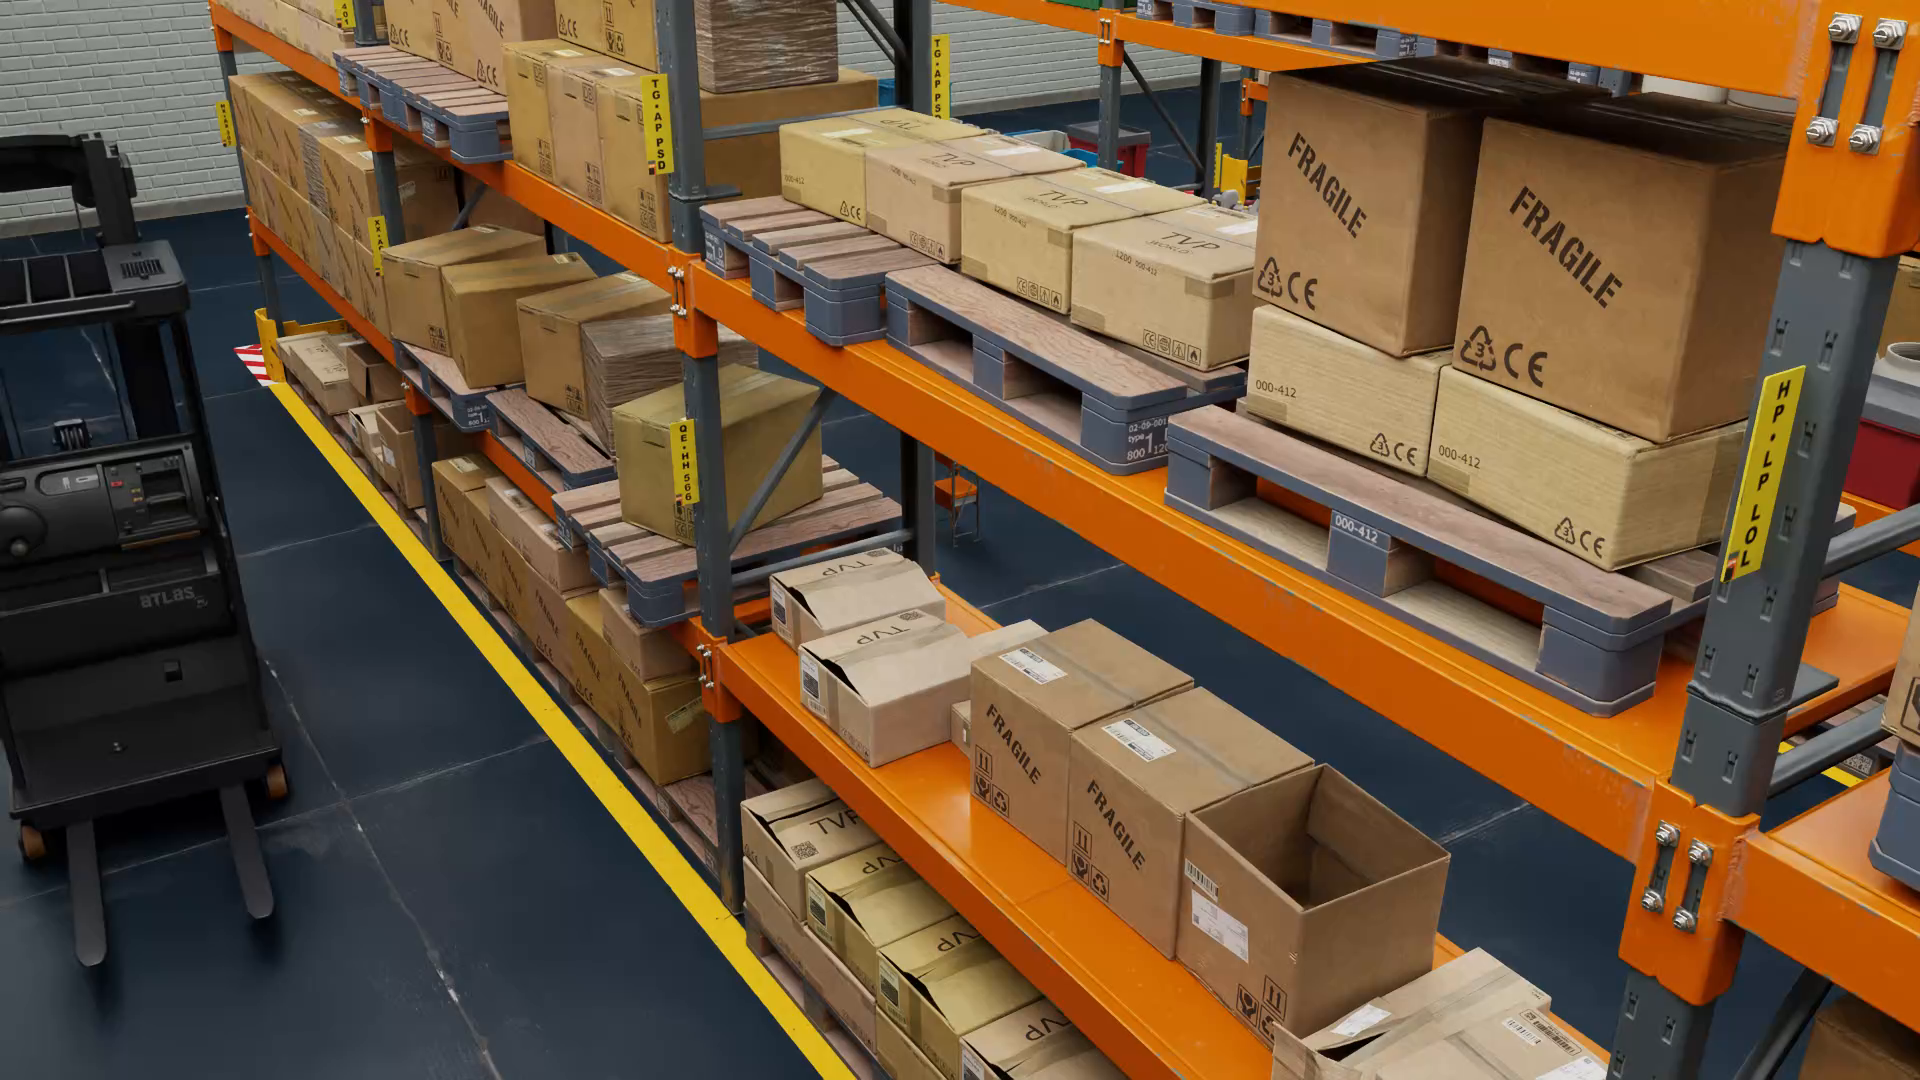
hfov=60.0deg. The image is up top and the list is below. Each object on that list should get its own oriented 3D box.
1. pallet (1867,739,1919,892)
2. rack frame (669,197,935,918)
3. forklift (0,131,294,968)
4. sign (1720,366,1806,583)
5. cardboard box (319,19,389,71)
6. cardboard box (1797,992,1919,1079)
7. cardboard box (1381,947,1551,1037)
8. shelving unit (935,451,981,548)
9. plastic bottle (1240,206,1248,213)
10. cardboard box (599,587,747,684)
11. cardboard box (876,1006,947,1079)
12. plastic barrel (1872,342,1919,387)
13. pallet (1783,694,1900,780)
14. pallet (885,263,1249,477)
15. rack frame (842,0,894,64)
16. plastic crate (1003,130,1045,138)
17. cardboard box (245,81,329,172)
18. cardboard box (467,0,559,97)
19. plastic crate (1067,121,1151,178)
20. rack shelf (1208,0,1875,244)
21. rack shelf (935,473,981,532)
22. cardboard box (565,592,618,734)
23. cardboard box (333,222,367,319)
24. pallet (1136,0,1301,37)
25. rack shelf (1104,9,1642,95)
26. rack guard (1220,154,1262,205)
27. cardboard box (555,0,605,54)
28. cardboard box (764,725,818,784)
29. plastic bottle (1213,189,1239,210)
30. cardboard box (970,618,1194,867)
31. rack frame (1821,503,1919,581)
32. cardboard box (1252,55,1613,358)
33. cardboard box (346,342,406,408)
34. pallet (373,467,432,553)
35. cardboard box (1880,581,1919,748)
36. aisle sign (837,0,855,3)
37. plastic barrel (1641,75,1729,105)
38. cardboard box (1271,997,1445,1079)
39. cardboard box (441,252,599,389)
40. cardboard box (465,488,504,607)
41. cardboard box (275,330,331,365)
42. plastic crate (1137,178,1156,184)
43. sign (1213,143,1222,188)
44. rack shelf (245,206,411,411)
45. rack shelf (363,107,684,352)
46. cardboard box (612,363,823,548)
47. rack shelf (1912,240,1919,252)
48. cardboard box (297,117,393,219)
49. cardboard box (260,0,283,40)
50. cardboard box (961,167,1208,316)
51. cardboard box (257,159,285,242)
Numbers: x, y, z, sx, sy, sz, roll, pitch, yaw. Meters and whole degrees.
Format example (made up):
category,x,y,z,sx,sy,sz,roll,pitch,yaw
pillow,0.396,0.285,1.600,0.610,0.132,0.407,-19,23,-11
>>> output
category,x,y,z,sx,sy,sz,roll,pitch,yaw
pallet,2.120,0.491,2.286,1.003,0.211,1.213,-16,29,-30
rack frame,-0.551,0.078,6.572,1.000,3.000,0.127,-16,29,-30
forklift,-3.738,-0.142,7.117,1.130,2.935,3.031,-13,28,-25
sign,1.183,-0.094,2.448,0.100,0.325,0.005,-16,29,-30
cardboard box,-3.223,-2.754,9.231,0.500,0.250,0.500,-16,29,-30
cardboard box,1.880,1.034,2.910,0.700,0.500,0.500,-15,29,-29
cardboard box,1.320,1.257,4.367,0.380,0.149,0.250,-16,29,-30
shelving unit,-0.029,-0.494,10.066,0.215,1.050,0.252,-16,29,-30
plastic bottle,2.011,-2.253,11.743,0.097,0.201,0.097,0,25,0
cardboard box,-1.293,0.371,7.484,0.500,0.250,0.500,-14,29,-28
cardboard box,0.053,1.751,5.756,0.500,0.250,0.500,-16,30,-31
plastic barrel,4.571,-0.657,7.997,0.421,0.512,0.421,0,25,0
pallet,4.653,0.908,8.080,1.003,0.211,1.213,-16,29,-30
pallet,0.507,-0.572,4.656,1.003,0.211,1.213,-14,29,-27
rack frame,-0.766,-3.937,15.075,1.000,3.000,0.127,-16,29,-30
plastic crate,0.570,-3.213,13.669,0.416,0.233,0.300,-16,29,-30
cardboard box,-4.605,-2.876,11.539,0.500,0.500,0.500,-15,29,-29
cardboard box,-1.791,-2.316,7.402,0.600,0.600,0.600,-17,30,-32
plastic crate,1.140,-2.940,12.818,0.402,0.464,0.583,-16,29,-30
rack shelf,0.541,-1.414,4.014,1.077,0.370,4.000,-16,29,-30
rack shelf,-0.029,-0.233,10.190,0.215,0.259,0.240,-16,29,-30
cardboard box,-1.541,0.544,7.996,0.500,0.500,0.500,-17,30,-31
cardboard box,-3.505,-1.701,10.223,0.500,0.500,0.500,-15,29,-28
pallet,1.927,-3.519,10.899,1.213,0.211,1.003,-16,29,-30
rack shelf,2.509,-2.822,10.043,1.077,0.370,4.000,-16,29,-30
rack guard,3.370,-3.969,18.072,1.175,0.500,0.348,-16,29,-30
cardboard box,-1.341,-2.298,6.803,0.500,0.500,0.500,-16,29,-30
cardboard box,-0.560,0.780,7.497,0.500,0.500,0.500,-14,29,-27
plastic bottle,1.903,-2.384,11.932,0.152,0.276,0.135,-16,29,-30
cardboard box,0.378,0.629,5.287,0.500,0.500,0.500,-17,30,-32
rack frame,1.630,-1.204,2.259,0.949,2.616,0.053,-16,29,-30
cardboard box,0.998,-0.737,3.590,0.500,0.500,0.500,-13,28,-25
cardboard box,-3.765,-1.094,11.462,0.797,0.503,0.637,-16,29,-30
pallet,-3.109,-0.338,10.718,1.003,0.211,1.213,-16,29,-30
cardboard box,1.686,0.095,2.248,0.500,0.500,0.500,-13,28,-25
aisle sign,-1.054,-5.069,14.428,0.394,0.787,0.004,-16,29,-30
plastic barrel,3.514,-2.300,7.963,0.421,0.512,0.421,0,25,0
cardboard box,0.998,1.298,4.145,0.396,0.266,0.258,-16,30,-31
cardboard box,-2.235,-1.135,8.532,0.700,0.500,0.500,-11,27,-21
cardboard box,-2.374,-0.004,9.156,0.500,0.500,0.500,-15,29,-29
cardboard box,-4.978,-1.464,12.661,0.380,0.149,0.250,-16,29,-30
plastic crate,1.283,-2.614,12.511,0.396,0.136,0.243,-16,29,-30
sign,1.879,-2.759,12.256,0.100,0.325,0.005,-16,29,-30
rack shelf,-3.827,-1.743,11.271,1.077,0.370,4.000,-16,29,-30
rack shelf,-1.643,-1.669,7.600,1.077,0.370,4.000,-16,29,-30
cardboard box,-0.990,-0.356,6.882,0.500,0.500,0.700,18,31,33
rack shelf,6.659,-2.620,13.128,1.077,0.370,4.000,-16,29,-30
cardboard box,-3.785,-2.334,10.392,0.500,0.500,0.500,-15,29,-29
cardboard box,-4.036,-3.292,10.371,0.500,0.250,0.500,-16,29,-30
cardboard box,0.348,-0.861,4.730,0.500,0.250,0.500,-16,30,-31
cardboard box,-4.611,-2.425,11.757,0.500,0.500,0.500,-16,30,-30
